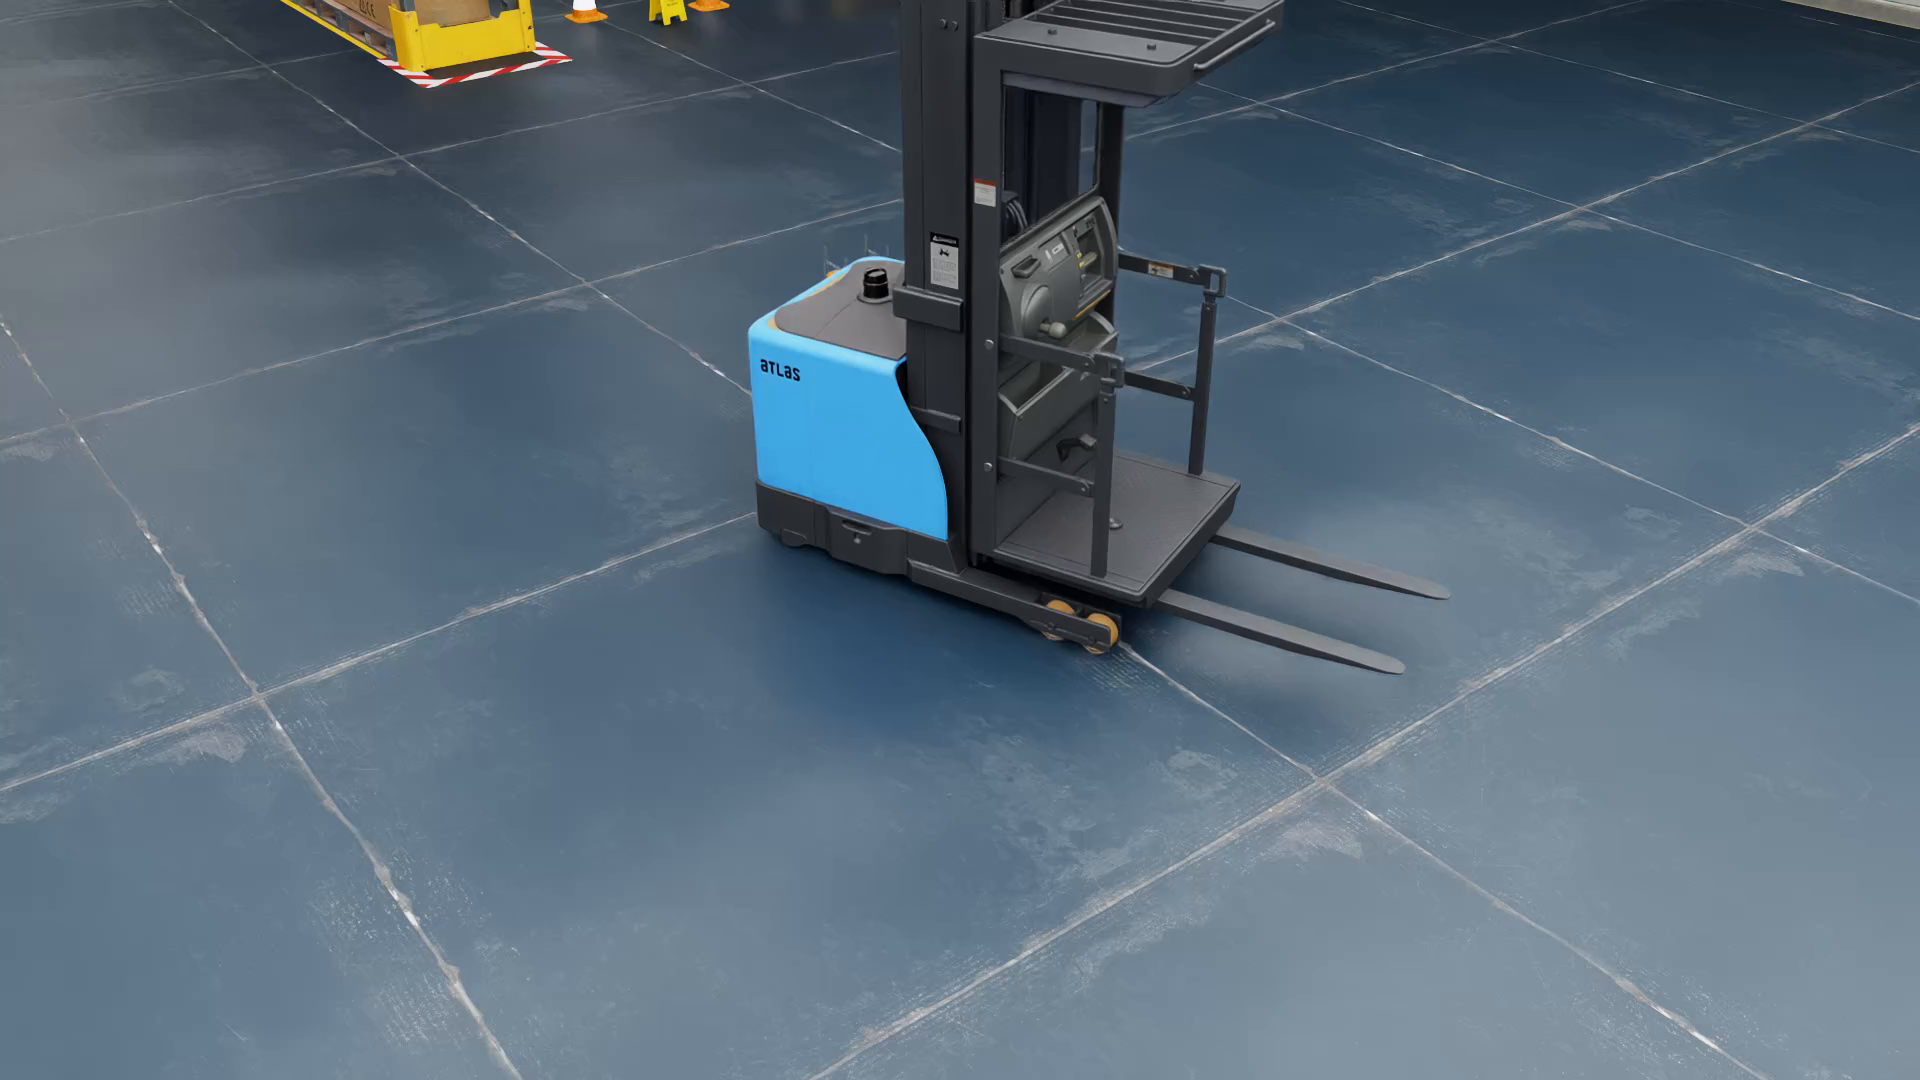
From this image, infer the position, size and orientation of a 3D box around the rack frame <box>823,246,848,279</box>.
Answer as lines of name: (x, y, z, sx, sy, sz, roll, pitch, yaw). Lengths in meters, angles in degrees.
rack frame: (-0.597, -0.934, 8.258, 0.008, 1.050, 0.200, -22, 38, -32)

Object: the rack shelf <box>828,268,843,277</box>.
rack shelf: (-0.501, -1.206, 8.178, 0.240, 0.259, 0.215, -22, 38, -32)

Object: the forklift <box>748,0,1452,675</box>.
forklift: (0.589, -1.089, 6.726, 3.031, 2.935, 1.130, 17, 36, 25)

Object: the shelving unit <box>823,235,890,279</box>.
shelving unit: (-0.501, -0.974, 8.322, 0.252, 1.050, 0.215, -22, 38, -32)

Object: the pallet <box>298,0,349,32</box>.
pallet: (-5.616, -5.149, 15.841, 1.003, 0.211, 1.213, -22, 38, -31)

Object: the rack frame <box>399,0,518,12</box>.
rack frame: (-4.320, -5.518, 13.791, 1.000, 3.000, 0.127, -22, 38, -31)

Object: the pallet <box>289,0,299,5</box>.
pallet: (-6.368, -5.658, 16.660, 1.003, 0.211, 1.213, -22, 38, -31)

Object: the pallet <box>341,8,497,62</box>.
pallet: (-4.872, -4.641, 15.023, 1.003, 0.211, 1.213, -22, 38, -31)

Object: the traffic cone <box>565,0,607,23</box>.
traffic cone: (-3.523, -5.121, 15.556, 0.336, 0.463, 0.334, -22, 38, -31)

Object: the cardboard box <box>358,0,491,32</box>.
cardboard box: (-4.788, -5.055, 14.661, 0.875, 0.875, 0.875, -22, 38, -31)

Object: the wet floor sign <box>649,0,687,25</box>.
wet floor sign: (-2.738, -5.146, 15.424, 0.232, 0.644, 0.267, 26, 40, 35)

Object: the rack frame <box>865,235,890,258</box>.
rack frame: (-0.404, -1.013, 8.386, 0.008, 1.050, 0.200, -22, 38, -32)

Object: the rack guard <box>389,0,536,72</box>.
rack guard: (-4.305, -4.446, 14.434, 1.175, 0.500, 0.348, -22, 38, -31)

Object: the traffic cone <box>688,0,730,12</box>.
traffic cone: (-2.422, -5.345, 15.917, 0.336, 0.463, 0.334, -22, 38, -31)

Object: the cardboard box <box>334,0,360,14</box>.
cardboard box: (-5.329, -5.421, 15.251, 0.875, 0.875, 0.875, -23, 39, -32)
